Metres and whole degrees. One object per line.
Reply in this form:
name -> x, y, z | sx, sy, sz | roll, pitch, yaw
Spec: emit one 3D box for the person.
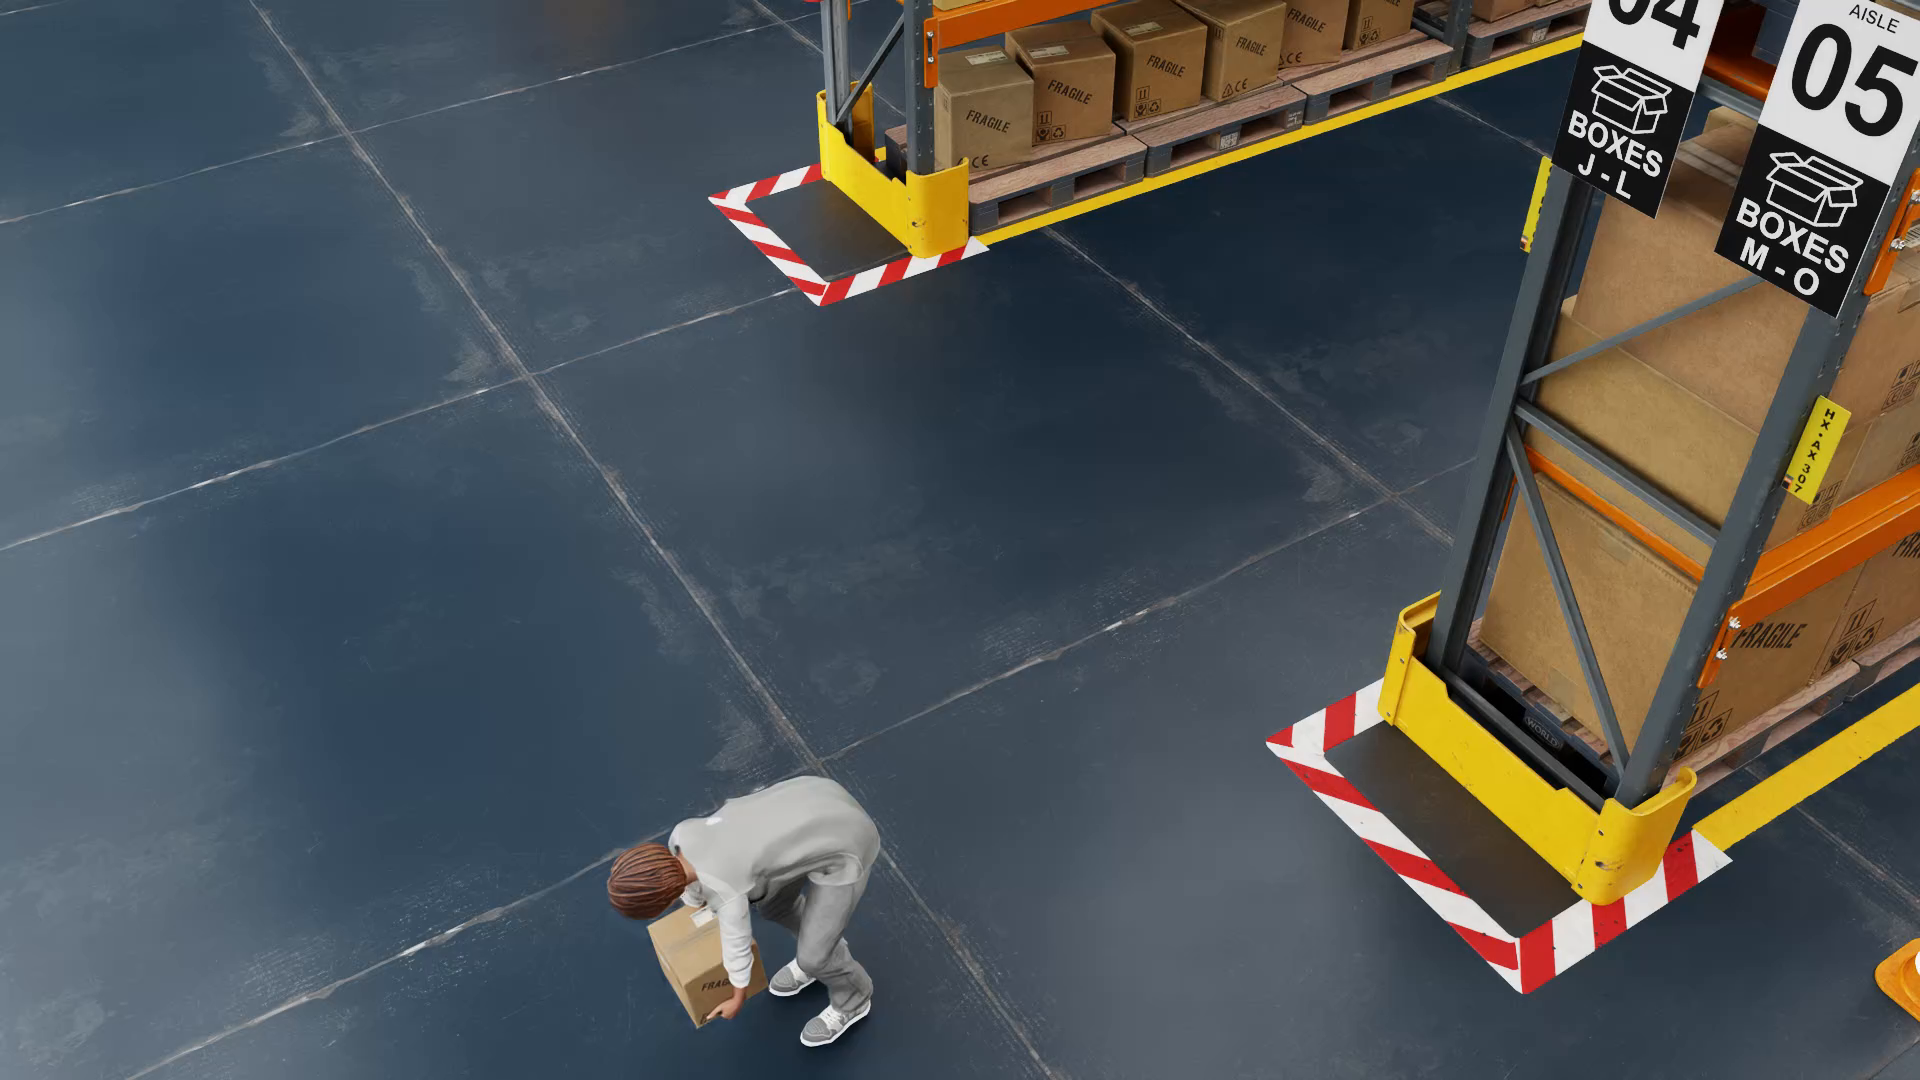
person -> -0.637, 1.199, 5.155 | 0.848, 1.136, 0.385 | -24, 47, -25
